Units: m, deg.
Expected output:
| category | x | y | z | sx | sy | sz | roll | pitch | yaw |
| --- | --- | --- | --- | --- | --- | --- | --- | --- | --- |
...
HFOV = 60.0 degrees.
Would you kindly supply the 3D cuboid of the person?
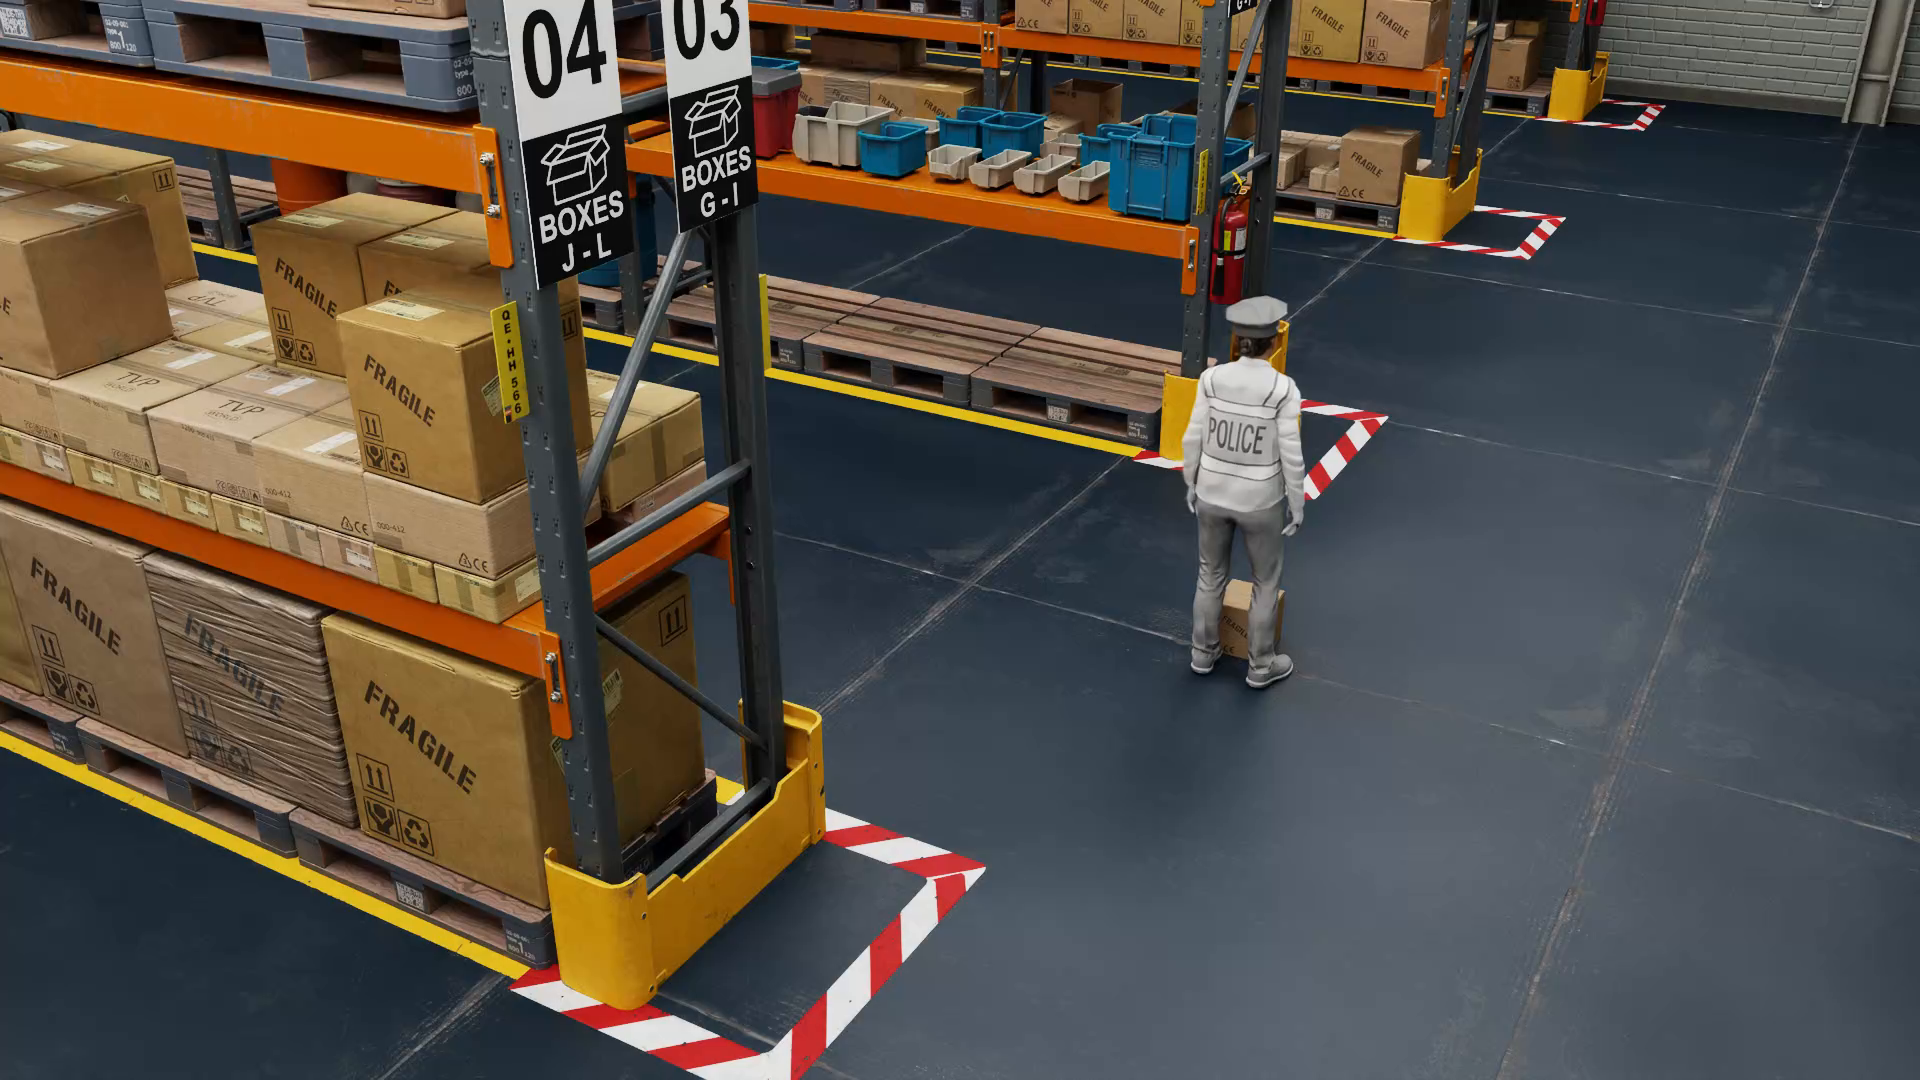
| category | x | y | z | sx | sy | sz | roll | pitch | yaw |
| --- | --- | --- | --- | --- | --- | --- | --- | --- | --- |
| person | 1.182 | -0.174 | 6.959 | 0.529 | 1.662 | 0.375 | 14 | 30 | 26 |
